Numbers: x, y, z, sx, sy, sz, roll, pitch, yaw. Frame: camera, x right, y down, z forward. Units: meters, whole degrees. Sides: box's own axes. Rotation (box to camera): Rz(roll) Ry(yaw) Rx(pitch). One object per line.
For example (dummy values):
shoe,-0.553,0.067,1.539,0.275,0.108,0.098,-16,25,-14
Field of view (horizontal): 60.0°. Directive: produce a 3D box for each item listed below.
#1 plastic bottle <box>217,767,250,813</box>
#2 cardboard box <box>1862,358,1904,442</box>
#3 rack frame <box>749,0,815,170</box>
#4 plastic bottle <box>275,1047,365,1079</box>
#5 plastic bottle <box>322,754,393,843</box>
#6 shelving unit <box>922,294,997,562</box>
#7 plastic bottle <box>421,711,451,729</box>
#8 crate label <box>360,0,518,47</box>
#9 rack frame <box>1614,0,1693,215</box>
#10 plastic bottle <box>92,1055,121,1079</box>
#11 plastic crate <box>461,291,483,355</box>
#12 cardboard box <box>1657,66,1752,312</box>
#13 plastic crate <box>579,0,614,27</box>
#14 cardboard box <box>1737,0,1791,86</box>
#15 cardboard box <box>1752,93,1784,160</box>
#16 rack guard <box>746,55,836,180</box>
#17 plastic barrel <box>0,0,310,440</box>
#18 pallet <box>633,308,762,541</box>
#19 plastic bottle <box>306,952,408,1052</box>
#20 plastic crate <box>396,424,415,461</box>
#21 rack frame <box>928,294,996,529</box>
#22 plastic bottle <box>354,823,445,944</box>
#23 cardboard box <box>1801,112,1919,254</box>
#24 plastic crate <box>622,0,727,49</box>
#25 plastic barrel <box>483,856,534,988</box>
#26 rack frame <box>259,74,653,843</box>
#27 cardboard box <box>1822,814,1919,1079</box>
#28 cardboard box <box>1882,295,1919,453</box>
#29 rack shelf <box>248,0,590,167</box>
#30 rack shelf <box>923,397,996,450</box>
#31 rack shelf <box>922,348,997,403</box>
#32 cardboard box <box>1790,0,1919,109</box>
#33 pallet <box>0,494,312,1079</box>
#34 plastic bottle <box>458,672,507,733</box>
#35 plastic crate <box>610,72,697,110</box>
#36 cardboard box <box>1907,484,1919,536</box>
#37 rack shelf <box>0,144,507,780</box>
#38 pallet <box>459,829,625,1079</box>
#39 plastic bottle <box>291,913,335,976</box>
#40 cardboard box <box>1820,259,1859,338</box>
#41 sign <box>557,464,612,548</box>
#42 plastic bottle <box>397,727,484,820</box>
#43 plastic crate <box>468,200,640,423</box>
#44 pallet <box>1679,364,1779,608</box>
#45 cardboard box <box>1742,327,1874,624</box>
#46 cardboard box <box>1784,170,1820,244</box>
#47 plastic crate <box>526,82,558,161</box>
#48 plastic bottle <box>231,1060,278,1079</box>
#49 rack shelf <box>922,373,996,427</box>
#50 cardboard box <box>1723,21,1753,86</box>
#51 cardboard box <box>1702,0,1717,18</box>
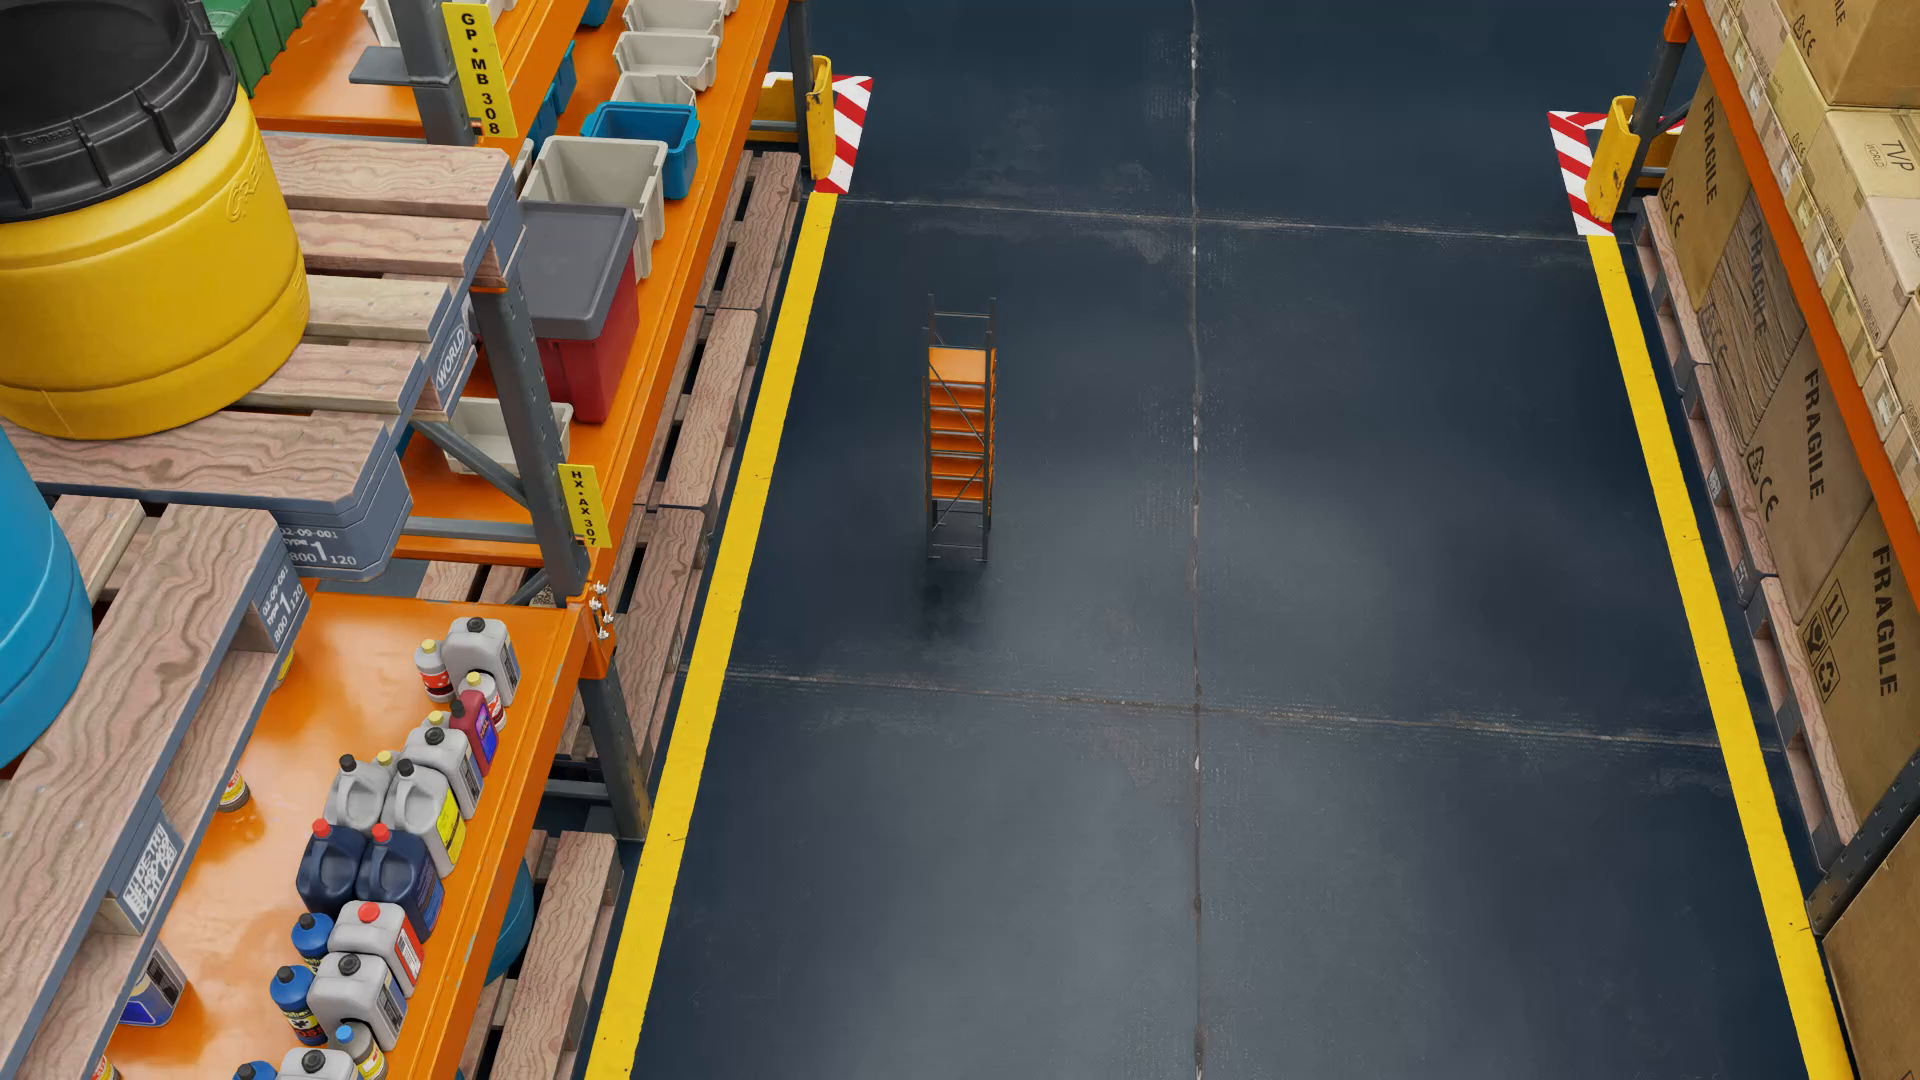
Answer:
plastic bottle,-1.916,0.608,4.295,0.097,0.201,0.097,0,48,0
cardboard box,3.117,-0.432,5.282,0.380,0.149,0.250,5,48,4
rack frame,-1.222,-2.976,7.439,1.000,3.000,0.127,4,48,4
plastic bottle,-1.414,1.225,3.681,0.152,0.276,0.135,4,48,4
plastic bottle,-1.488,0.668,4.140,0.144,0.351,0.185,4,48,4
shelving unit,-0.001,-0.394,6.298,0.258,1.200,0.189,4,48,4
plastic bottle,-1.357,0.523,4.374,0.097,0.201,0.097,0,48,0
crate label,-1.255,-1.300,4.052,0.293,0.136,0.466,4,48,4
rack frame,3.710,-2.643,7.135,1.000,3.000,0.127,4,48,4
plastic bottle,-1.988,1.190,3.763,0.097,0.201,0.097,0,48,0
plastic crate,-1.752,-0.805,5.599,0.437,0.125,0.590,4,48,4
cardboard box,3.731,-1.592,7.329,0.875,0.875,0.875,4,48,4
plastic crate,-1.633,-2.297,6.891,0.416,0.233,0.300,4,48,4
cardboard box,3.357,-1.976,6.424,0.500,0.250,0.500,3,48,3
cardboard box,3.257,-1.564,6.318,0.380,0.149,0.250,3,48,3
rack guard,-1.233,-2.151,8.379,1.175,0.500,0.348,4,48,4
plastic barrel,-1.468,-0.570,2.794,0.600,0.588,0.600,0,48,0
pallet,-1.450,-0.538,7.099,1.003,0.211,1.213,4,48,4
plastic bottle,-1.392,1.054,3.837,0.152,0.276,0.135,4,48,4
plastic crate,-1.884,-0.418,5.069,0.392,0.384,0.575,4,48,4
rack frame,0.007,-0.462,6.359,0.240,1.200,0.006,4,48,4
plastic bottle,-1.362,0.813,4.007,0.144,0.351,0.185,4,48,4
cardboard box,3.265,-1.223,5.736,0.500,0.250,0.500,3,48,3
plastic crate,-1.157,-2.084,6.761,0.396,0.136,0.243,4,48,4
plastic barrel,-1.653,0.928,5.006,0.600,0.901,0.708,4,48,4
rack frame,-1.587,-0.037,4.751,1.000,3.000,0.127,4,48,4
cardboard box,3.307,1.343,4.644,1.225,0.875,0.875,4,48,4
cardboard box,3.169,-0.476,5.053,0.500,0.250,0.500,5,48,5
rack shelf,-1.405,-2.276,5.254,1.077,0.370,4.000,4,48,4
rack shelf,-0.001,-0.445,6.242,0.258,0.103,0.180,4,48,4
rack shelf,-0.001,-0.607,6.065,0.258,0.103,0.180,4,48,4
cardboard box,3.311,-1.863,5.813,0.500,0.500,0.500,3,48,2
pallet,-1.661,0.431,2.418,1.003,0.211,1.213,4,48,4
plastic bottle,-1.284,0.429,4.460,0.097,0.201,0.097,0,48,0
plastic crate,-1.167,-1.659,6.373,0.298,0.136,0.250,4,48,4
cardboard box,3.070,-0.055,4.937,0.380,0.149,0.250,5,48,4
rack shelf,-1.769,0.663,2.565,1.077,0.370,4.000,4,48,4
pallet,-1.699,1.468,5.264,1.003,0.211,1.213,4,48,4
plastic bottle,-1.506,0.962,3.924,0.097,0.271,0.097,0,48,0
cardboard box,3.164,-0.809,5.628,0.380,0.149,0.250,3,48,3
sign,-1.039,-0.092,4.614,0.100,0.325,0.005,4,48,4
plastic bottle,-1.334,0.585,4.266,0.152,0.276,0.135,4,48,4
plastic crate,-1.256,-0.718,5.290,0.402,0.464,0.583,4,48,4
pallet,3.601,-0.215,6.804,1.003,0.211,1.213,4,48,4
cardboard box,3.567,-0.269,6.119,0.875,0.875,0.875,4,48,4
cardboard box,3.210,-1.189,5.975,0.380,0.149,0.250,3,48,3
plastic crate,-1.720,-1.593,6.247,0.416,0.233,0.300,4,48,4
plastic bottle,-1.539,1.232,3.678,0.097,0.271,0.097,0,48,0
rack shelf,-0.001,-0.526,6.153,0.258,0.103,0.180,4,48,4
cardboard box,3.304,-1.943,6.664,0.380,0.149,0.250,3,48,3
cardboard box,3.349,-2.320,7.009,0.380,0.149,0.250,4,48,4
